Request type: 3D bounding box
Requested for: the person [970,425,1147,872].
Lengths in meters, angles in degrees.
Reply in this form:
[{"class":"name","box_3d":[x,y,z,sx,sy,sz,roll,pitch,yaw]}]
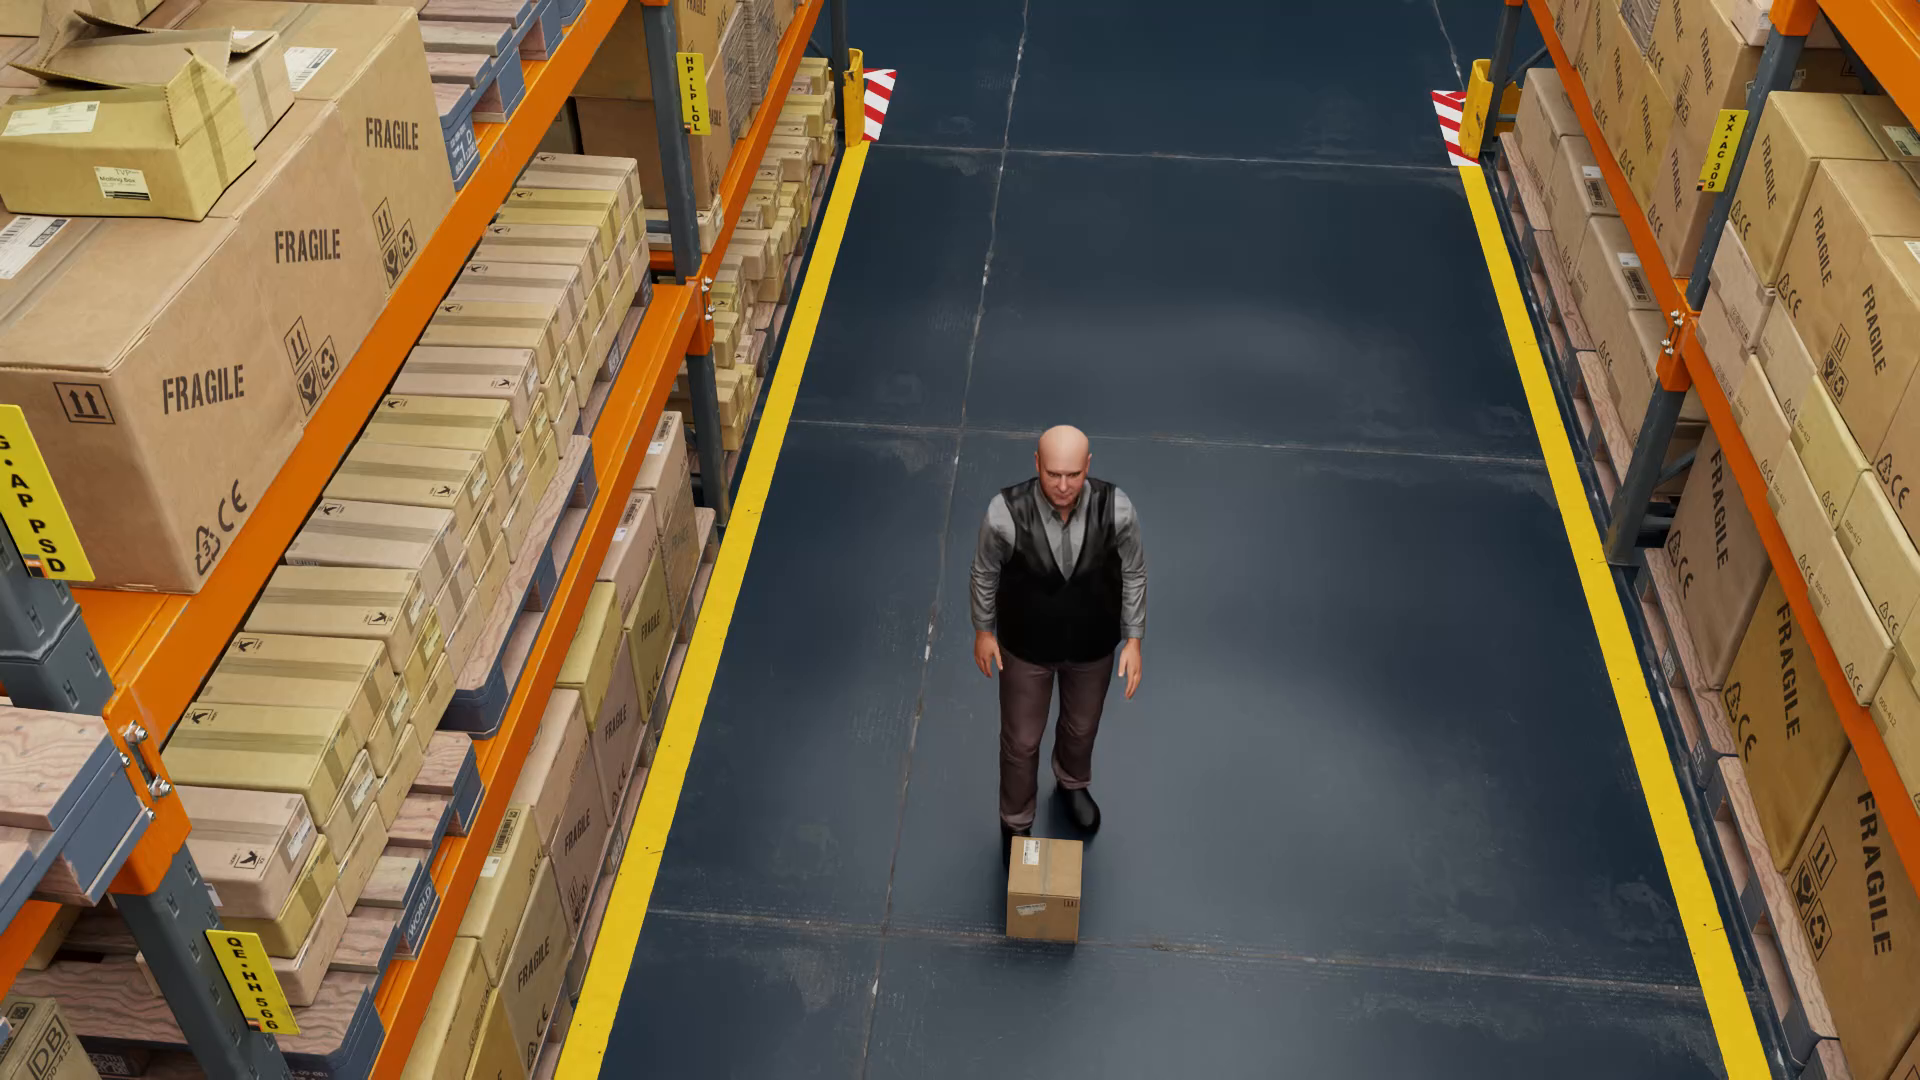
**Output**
[{"class":"person","box_3d":[0.346,0.401,5.695,0.591,1.740,0.526,-5,40,-5]}]
